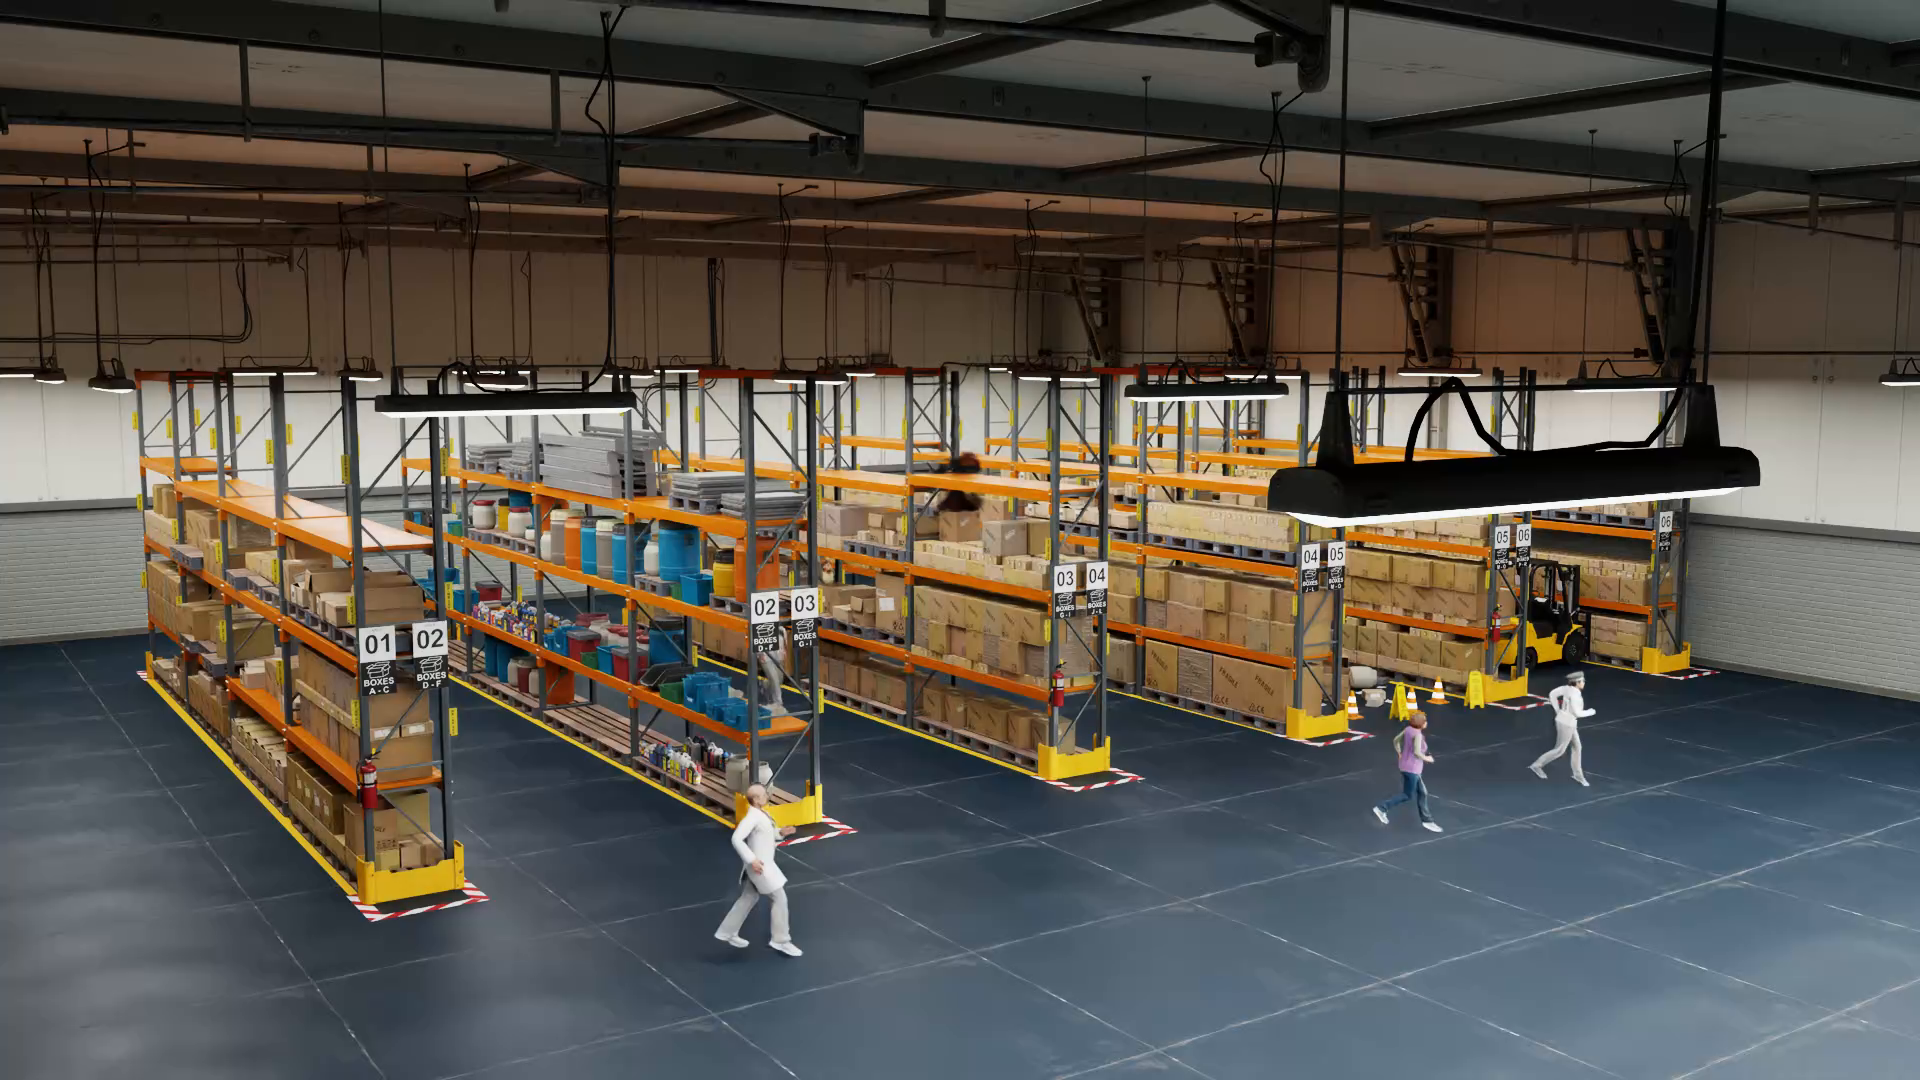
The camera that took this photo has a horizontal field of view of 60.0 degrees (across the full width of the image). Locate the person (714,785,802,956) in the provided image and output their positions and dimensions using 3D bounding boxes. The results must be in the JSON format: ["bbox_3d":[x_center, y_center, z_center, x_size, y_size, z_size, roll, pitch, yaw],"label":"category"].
[{"bbox_3d":[-2.130,3.471,17.460,0.909,1.836,0.681,-1,7,-12],"label":"person"}]

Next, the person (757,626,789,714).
[{"bbox_3d":[-3.209,2.013,28.148,0.688,1.764,0.837,-5,8,-37],"label":"person"}]

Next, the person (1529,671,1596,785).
[{"bbox_3d":[8.850,2.775,24.423,0.893,1.731,0.629,1,7,9],"label":"person"}]

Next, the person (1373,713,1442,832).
[{"bbox_3d":[5.928,3.067,21.978,0.920,1.592,0.560,0,6,-2],"label":"person"}]

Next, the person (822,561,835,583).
[{"bbox_3d":[-3.021,1.275,37.689,0.574,1.625,0.575,-4,8,-34],"label":"person"}]
